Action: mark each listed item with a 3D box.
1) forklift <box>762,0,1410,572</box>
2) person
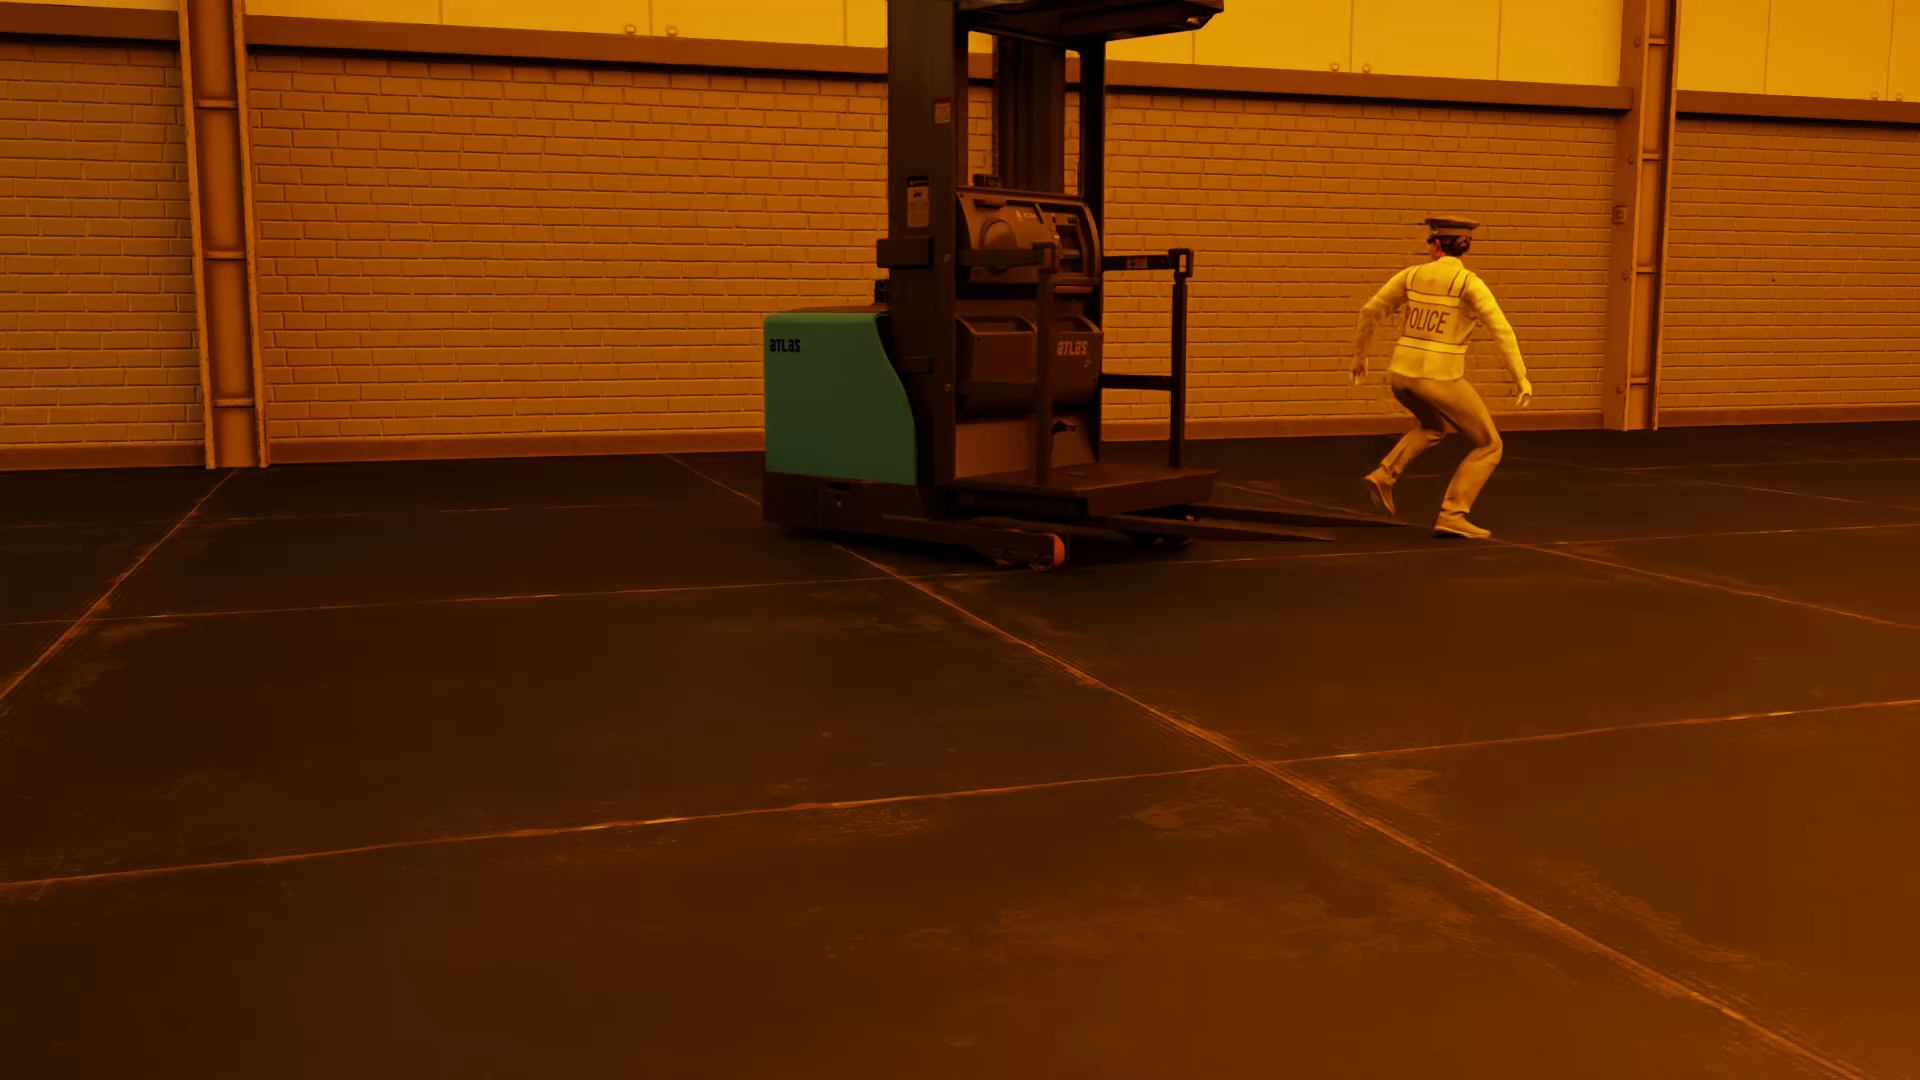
[{"bbox_3d":[0.476,-1.399,7.335,3.031,2.935,1.130,7,10,41],"label":"forklift"},{"bbox_3d":[2.330,-0.796,8.127,0.516,1.561,0.804,-4,9,-29],"label":"person"}]
